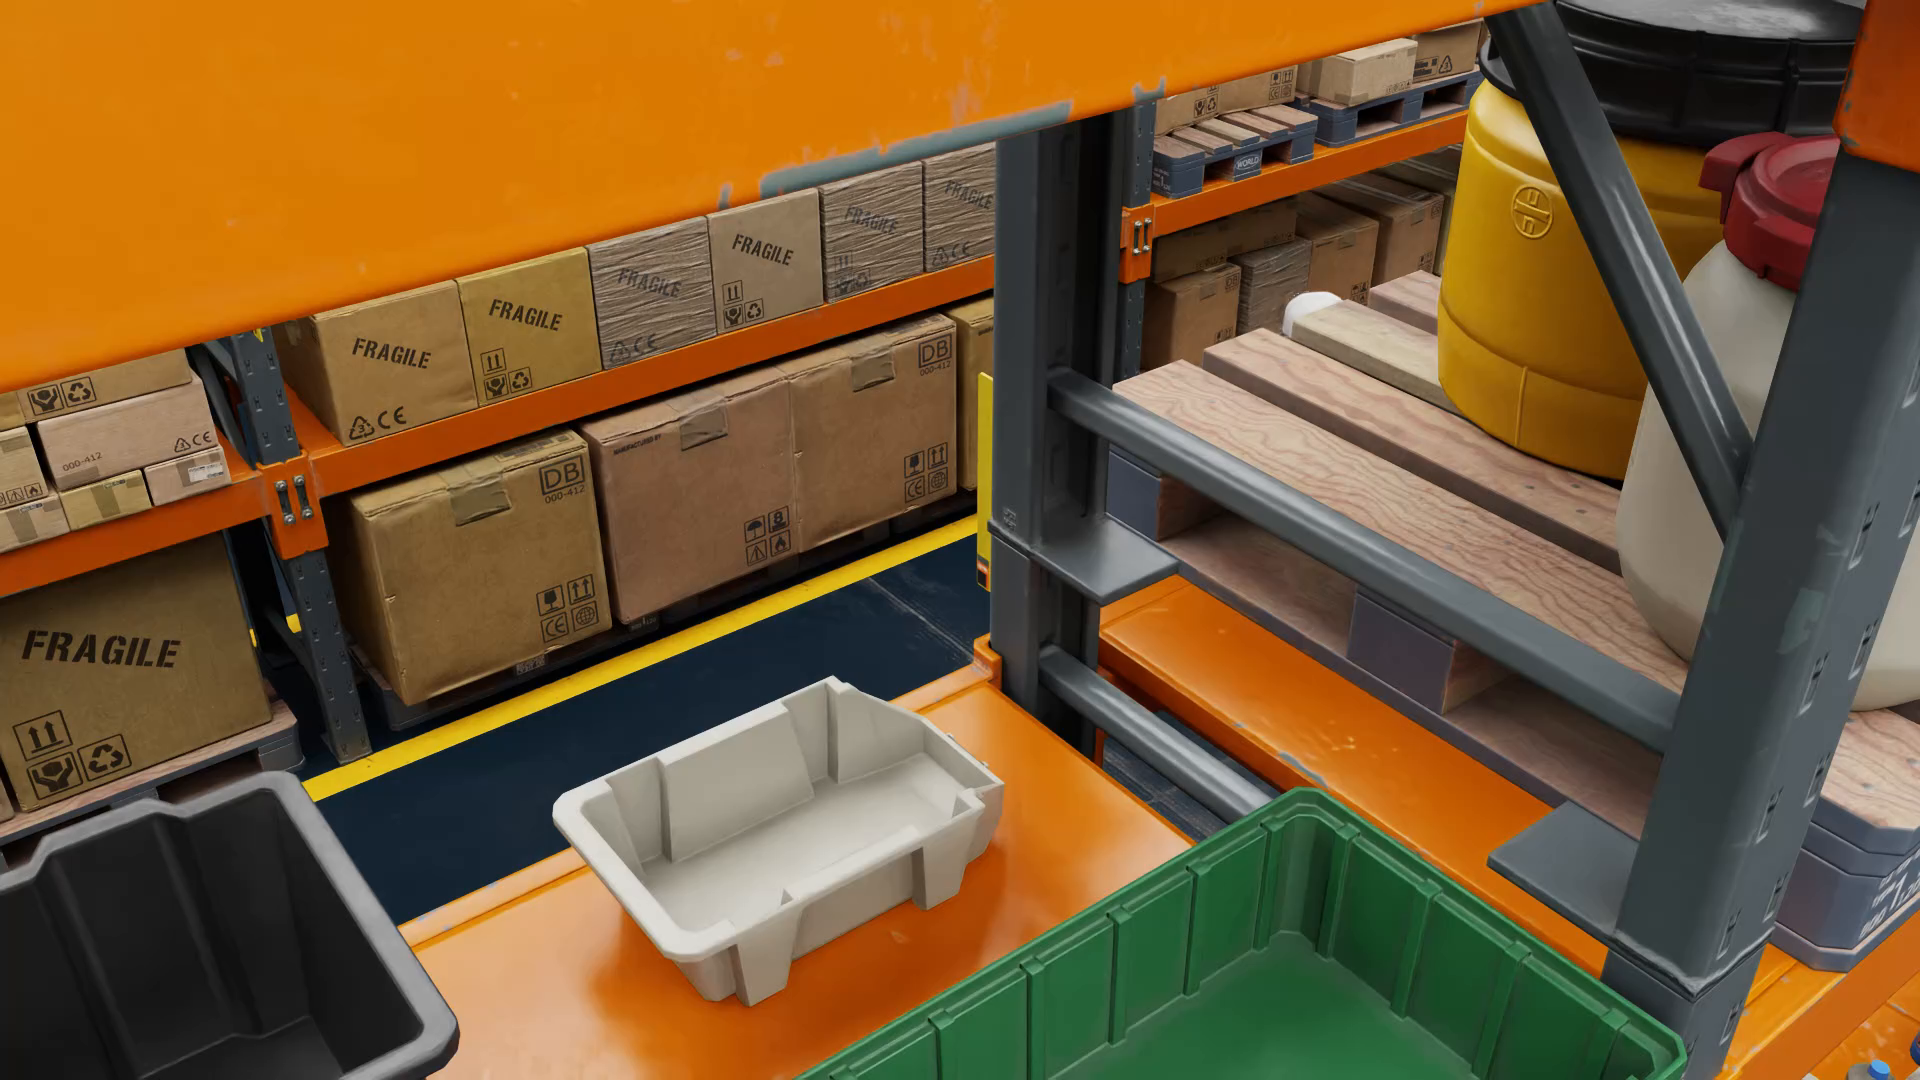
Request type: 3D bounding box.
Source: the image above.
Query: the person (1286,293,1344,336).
[{"bbox_3d":[1.415,-0.178,6.440,1.063,1.714,0.616,-6,33,-10],"label":"person"}]
